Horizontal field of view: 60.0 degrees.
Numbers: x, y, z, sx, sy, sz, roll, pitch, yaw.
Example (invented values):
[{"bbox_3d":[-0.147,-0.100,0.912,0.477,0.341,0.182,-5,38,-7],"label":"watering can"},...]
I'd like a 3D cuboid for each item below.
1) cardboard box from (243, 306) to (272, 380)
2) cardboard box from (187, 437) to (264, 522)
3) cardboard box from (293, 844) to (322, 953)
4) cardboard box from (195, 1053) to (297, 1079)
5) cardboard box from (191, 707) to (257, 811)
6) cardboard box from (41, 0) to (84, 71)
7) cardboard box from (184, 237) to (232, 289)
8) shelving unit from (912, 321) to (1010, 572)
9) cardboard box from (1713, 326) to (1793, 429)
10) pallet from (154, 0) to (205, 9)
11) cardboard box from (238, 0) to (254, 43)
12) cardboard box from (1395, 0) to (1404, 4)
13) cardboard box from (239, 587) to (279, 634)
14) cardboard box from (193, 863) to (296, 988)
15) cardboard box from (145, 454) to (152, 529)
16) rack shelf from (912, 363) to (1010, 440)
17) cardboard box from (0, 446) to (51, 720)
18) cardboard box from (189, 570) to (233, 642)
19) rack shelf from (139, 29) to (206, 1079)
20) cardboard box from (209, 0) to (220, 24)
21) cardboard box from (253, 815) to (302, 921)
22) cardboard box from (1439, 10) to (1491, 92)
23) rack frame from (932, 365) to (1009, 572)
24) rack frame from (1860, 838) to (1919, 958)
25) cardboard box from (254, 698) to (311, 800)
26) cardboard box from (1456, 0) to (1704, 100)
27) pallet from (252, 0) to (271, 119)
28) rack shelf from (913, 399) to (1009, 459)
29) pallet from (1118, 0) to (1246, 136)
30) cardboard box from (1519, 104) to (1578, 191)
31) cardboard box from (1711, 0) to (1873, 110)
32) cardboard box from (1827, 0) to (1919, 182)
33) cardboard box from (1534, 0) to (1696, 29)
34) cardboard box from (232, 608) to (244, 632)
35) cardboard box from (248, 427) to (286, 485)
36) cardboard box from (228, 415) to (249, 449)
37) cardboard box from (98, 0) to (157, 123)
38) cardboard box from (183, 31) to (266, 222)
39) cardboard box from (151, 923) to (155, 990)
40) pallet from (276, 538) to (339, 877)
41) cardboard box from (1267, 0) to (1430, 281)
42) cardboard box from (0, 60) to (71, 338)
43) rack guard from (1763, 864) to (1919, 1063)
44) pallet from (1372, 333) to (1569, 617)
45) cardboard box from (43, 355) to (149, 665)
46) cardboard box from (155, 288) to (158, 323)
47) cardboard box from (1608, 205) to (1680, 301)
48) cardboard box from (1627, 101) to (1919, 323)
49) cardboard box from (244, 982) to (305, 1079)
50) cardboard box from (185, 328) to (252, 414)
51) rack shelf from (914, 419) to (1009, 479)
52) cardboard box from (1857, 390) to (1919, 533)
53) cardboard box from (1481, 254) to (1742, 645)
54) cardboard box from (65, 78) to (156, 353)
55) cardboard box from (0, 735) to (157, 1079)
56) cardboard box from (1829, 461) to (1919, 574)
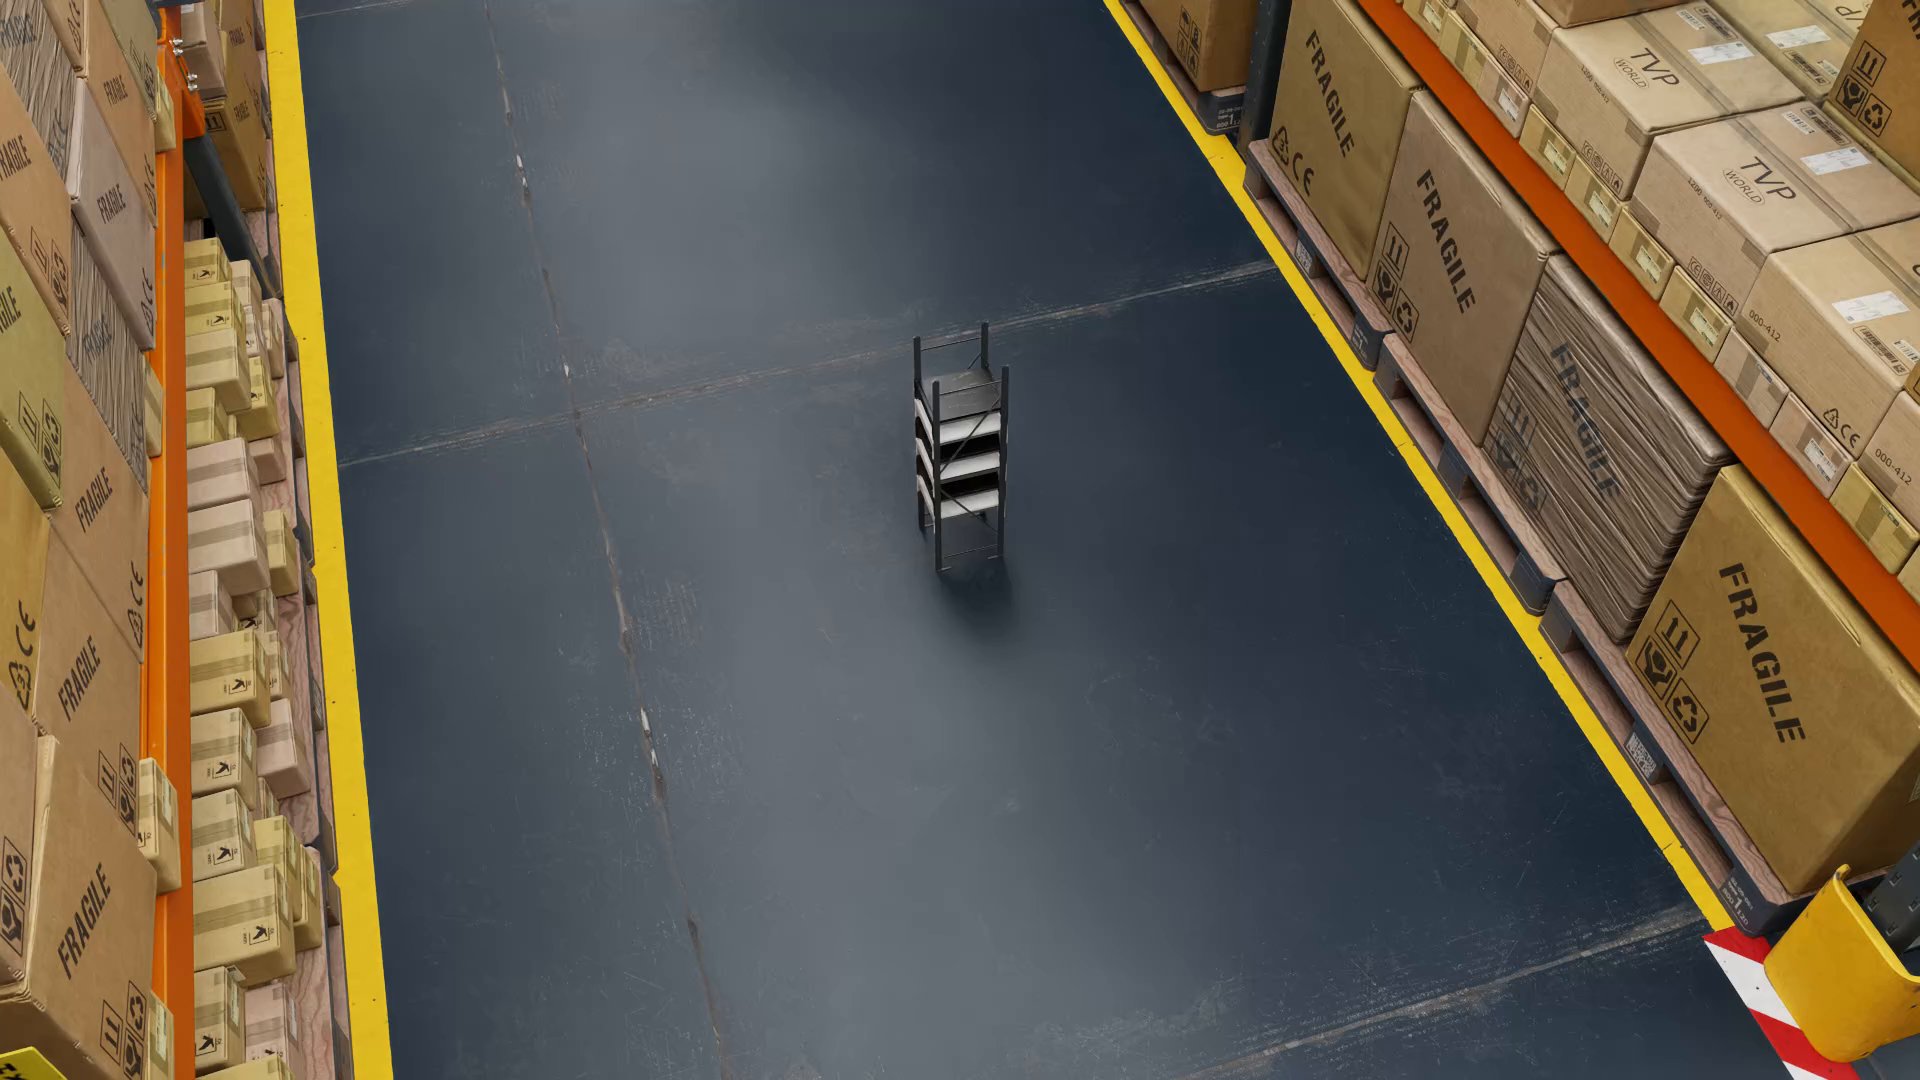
[{"bbox_3d":[-2.595,-0.632,5.717,0.380,0.149,0.250,-16,52,-13],"label":"cardboard box"},{"bbox_3d":[-2.365,-0.138,5.105,0.380,0.149,0.250,-16,52,-13],"label":"cardboard box"},{"bbox_3d":[-1.956,1.013,4.524,0.380,0.149,0.250,-13,51,-11],"label":"cardboard box"},{"bbox_3d":[-1.731,1.381,3.825,0.380,0.149,0.250,-15,52,-13],"label":"cardboard box"},{"bbox_3d":[-2.105,0.627,4.461,0.380,0.149,0.250,-12,51,-10],"label":"cardboard box"},{"bbox_3d":[-2.528,-1.465,4.109,0.500,0.500,0.500,-15,51,-12],"label":"cardboard box"},{"bbox_3d":[-2.730,-0.880,5.731,0.380,0.149,0.250,-12,51,-10],"label":"cardboard box"},{"bbox_3d":[0.002,-0.284,5.401,0.258,0.900,0.210,-13,51,-11],"label":"shelving unit"},{"bbox_3d":[2.223,-0.460,4.340,0.380,0.149,0.250,-13,51,-10],"label":"cardboard box"},{"bbox_3d":[-3.171,-2.202,5.770,1.003,0.211,1.213,-13,51,-11],"label":"pallet"},{"bbox_3d":[-3.375,-2.368,7.145,0.500,0.500,0.500,-13,51,-10],"label":"cardboard box"},{"bbox_3d":[1.610,-1.964,5.608,0.380,0.149,0.250,-12,51,-10],"label":"cardboard box"},{"bbox_3d":[-2.323,0.282,5.141,0.380,0.149,0.250,-12,51,-10],"label":"cardboard box"},{"bbox_3d":[-1.880,0.994,4.151,0.380,0.149,0.250,-13,51,-11],"label":"cardboard box"},{"bbox_3d":[-2.193,-0.109,4.044,0.380,0.149,0.250,-12,51,-10],"label":"cardboard box"},{"bbox_3d":[0.002,-0.437,5.220,0.258,0.077,0.200,-13,51,-11],"label":"rack shelf"},{"bbox_3d":[-1.935,0.043,2.838,0.500,0.500,0.500,-12,51,-10],"label":"cardboard box"},{"bbox_3d":[-2.305,0.262,4.768,0.380,0.149,0.250,-13,51,-11],"label":"cardboard box"},{"bbox_3d":[-2.492,0.020,4.242,1.077,0.370,4.000,-13,51,-11],"label":"rack shelf"},{"bbox_3d":[-3.210,-2.232,6.540,0.500,0.250,0.500,-12,51,-10],"label":"cardboard box"},{"bbox_3d":[-1.967,0.912,4.415,0.380,0.149,0.250,-12,51,-10],"label":"cardboard box"},{"bbox_3d":[1.766,-1.586,5.289,0.380,0.149,0.250,-14,51,-11],"label":"cardboard box"},{"bbox_3d":[0.032,-0.210,5.338,0.240,0.900,0.006,-13,51,-11],"label":"rack frame"},{"bbox_3d":[2.867,0.201,3.619,1.000,3.000,0.127,-13,51,-11],"label":"rack frame"},{"bbox_3d":[-2.113,0.647,4.833,0.380,0.149,0.250,-16,52,-13],"label":"cardboard box"},{"bbox_3d":[1.874,-1.624,5.061,0.500,0.250,0.500,-12,51,-10],"label":"cardboard box"},{"bbox_3d":[-3.680,-2.235,7.496,1.003,0.211,1.213,-13,51,-11],"label":"pallet"},{"bbox_3d":[0.002,-0.379,5.289,0.258,0.077,0.200,-13,51,-11],"label":"rack shelf"},{"bbox_3d":[1.384,-2.368,7.608,1.003,0.211,1.213,-13,51,-11],"label":"pallet"},{"bbox_3d":[1.917,-1.210,4.973,0.380,0.149,0.250,-15,51,-12],"label":"cardboard box"},{"bbox_3d":[2.519,-1.384,4.858,0.500,0.250,0.500,-14,51,-12],"label":"cardboard box"},{"bbox_3d":[2.676,-1.242,4.248,0.500,0.500,0.500,-15,51,-12],"label":"cardboard box"},{"bbox_3d":[1.878,-1.862,4.771,0.500,0.500,0.500,-15,51,-12],"label":"cardboard box"},{"bbox_3d":[-2.326,0.351,4.887,0.380,0.149,0.250,-11,51,-9],"label":"cardboard box"},{"bbox_3d":[-2.505,-0.293,5.625,0.380,0.149,0.250,-15,51,-12],"label":"cardboard box"},{"bbox_3d":[-2.518,-0.235,5.382,0.380,0.149,0.250,-13,51,-11],"label":"cardboard box"},{"bbox_3d":[-2.671,-1.512,4.802,0.500,0.500,0.500,-13,51,-11],"label":"cardboard box"},{"bbox_3d":[-3.049,-1.602,6.499,0.500,0.500,0.500,-12,51,-10],"label":"cardboard box"},{"bbox_3d":[-1.798,0.842,3.242,0.380,0.149,0.250,-12,51,-10],"label":"cardboard box"},{"bbox_3d":[-2.487,0.601,5.105,1.003,0.211,1.213,-13,51,-11],"label":"pallet"},{"bbox_3d":[1.803,-1.671,6.312,0.875,0.875,0.875,-13,51,-11],"label":"cardboard box"},{"bbox_3d":[-2.222,-0.713,3.475,0.500,0.500,0.500,-15,51,-12],"label":"cardboard box"},{"bbox_3d":[2.874,1.024,4.560,1.175,0.500,0.348,-13,51,-11],"label":"rack guard"},{"bbox_3d":[2.199,-0.356,5.912,1.003,0.211,1.213,-13,51,-11],"label":"pallet"},{"bbox_3d":[-2.085,-0.016,3.541,0.500,0.500,0.500,-13,51,-10],"label":"cardboard box"},{"bbox_3d":[-2.412,-0.679,4.524,0.380,0.149,0.250,-15,52,-13],"label":"cardboard box"},{"bbox_3d":[2.067,-0.839,4.659,0.380,0.149,0.250,-13,51,-11],"label":"cardboard box"},{"bbox_3d":[2.170,-0.883,4.436,0.500,0.250,0.500,-15,51,-12],"label":"cardboard box"},{"bbox_3d":[-1.837,1.283,4.102,0.380,0.149,0.250,-14,51,-11],"label":"cardboard box"},{"bbox_3d":[-2.536,-0.522,5.429,0.380,0.149,0.250,-14,51,-11],"label":"cardboard box"},{"bbox_3d":[0.002,-0.321,5.358,0.258,0.077,0.200,-13,51,-11],"label":"rack shelf"},{"bbox_3d":[2.470,-0.141,3.810,0.500,0.250,0.500,-14,51,-12],"label":"cardboard box"},{"bbox_3d":[2.333,-0.364,5.210,0.875,0.875,0.875,-13,51,-11],"label":"cardboard box"},{"bbox_3d":[-2.372,-0.769,4.176,0.500,0.500,0.500,-14,51,-11],"label":"cardboard box"},{"bbox_3d":[-1.770,0.730,2.913,0.500,0.500,0.500,-11,51,-9],"label":"cardboard box"},{"bbox_3d":[2.369,-0.093,4.031,0.380,0.149,0.250,-13,51,-11],"label":"cardboard box"}]
